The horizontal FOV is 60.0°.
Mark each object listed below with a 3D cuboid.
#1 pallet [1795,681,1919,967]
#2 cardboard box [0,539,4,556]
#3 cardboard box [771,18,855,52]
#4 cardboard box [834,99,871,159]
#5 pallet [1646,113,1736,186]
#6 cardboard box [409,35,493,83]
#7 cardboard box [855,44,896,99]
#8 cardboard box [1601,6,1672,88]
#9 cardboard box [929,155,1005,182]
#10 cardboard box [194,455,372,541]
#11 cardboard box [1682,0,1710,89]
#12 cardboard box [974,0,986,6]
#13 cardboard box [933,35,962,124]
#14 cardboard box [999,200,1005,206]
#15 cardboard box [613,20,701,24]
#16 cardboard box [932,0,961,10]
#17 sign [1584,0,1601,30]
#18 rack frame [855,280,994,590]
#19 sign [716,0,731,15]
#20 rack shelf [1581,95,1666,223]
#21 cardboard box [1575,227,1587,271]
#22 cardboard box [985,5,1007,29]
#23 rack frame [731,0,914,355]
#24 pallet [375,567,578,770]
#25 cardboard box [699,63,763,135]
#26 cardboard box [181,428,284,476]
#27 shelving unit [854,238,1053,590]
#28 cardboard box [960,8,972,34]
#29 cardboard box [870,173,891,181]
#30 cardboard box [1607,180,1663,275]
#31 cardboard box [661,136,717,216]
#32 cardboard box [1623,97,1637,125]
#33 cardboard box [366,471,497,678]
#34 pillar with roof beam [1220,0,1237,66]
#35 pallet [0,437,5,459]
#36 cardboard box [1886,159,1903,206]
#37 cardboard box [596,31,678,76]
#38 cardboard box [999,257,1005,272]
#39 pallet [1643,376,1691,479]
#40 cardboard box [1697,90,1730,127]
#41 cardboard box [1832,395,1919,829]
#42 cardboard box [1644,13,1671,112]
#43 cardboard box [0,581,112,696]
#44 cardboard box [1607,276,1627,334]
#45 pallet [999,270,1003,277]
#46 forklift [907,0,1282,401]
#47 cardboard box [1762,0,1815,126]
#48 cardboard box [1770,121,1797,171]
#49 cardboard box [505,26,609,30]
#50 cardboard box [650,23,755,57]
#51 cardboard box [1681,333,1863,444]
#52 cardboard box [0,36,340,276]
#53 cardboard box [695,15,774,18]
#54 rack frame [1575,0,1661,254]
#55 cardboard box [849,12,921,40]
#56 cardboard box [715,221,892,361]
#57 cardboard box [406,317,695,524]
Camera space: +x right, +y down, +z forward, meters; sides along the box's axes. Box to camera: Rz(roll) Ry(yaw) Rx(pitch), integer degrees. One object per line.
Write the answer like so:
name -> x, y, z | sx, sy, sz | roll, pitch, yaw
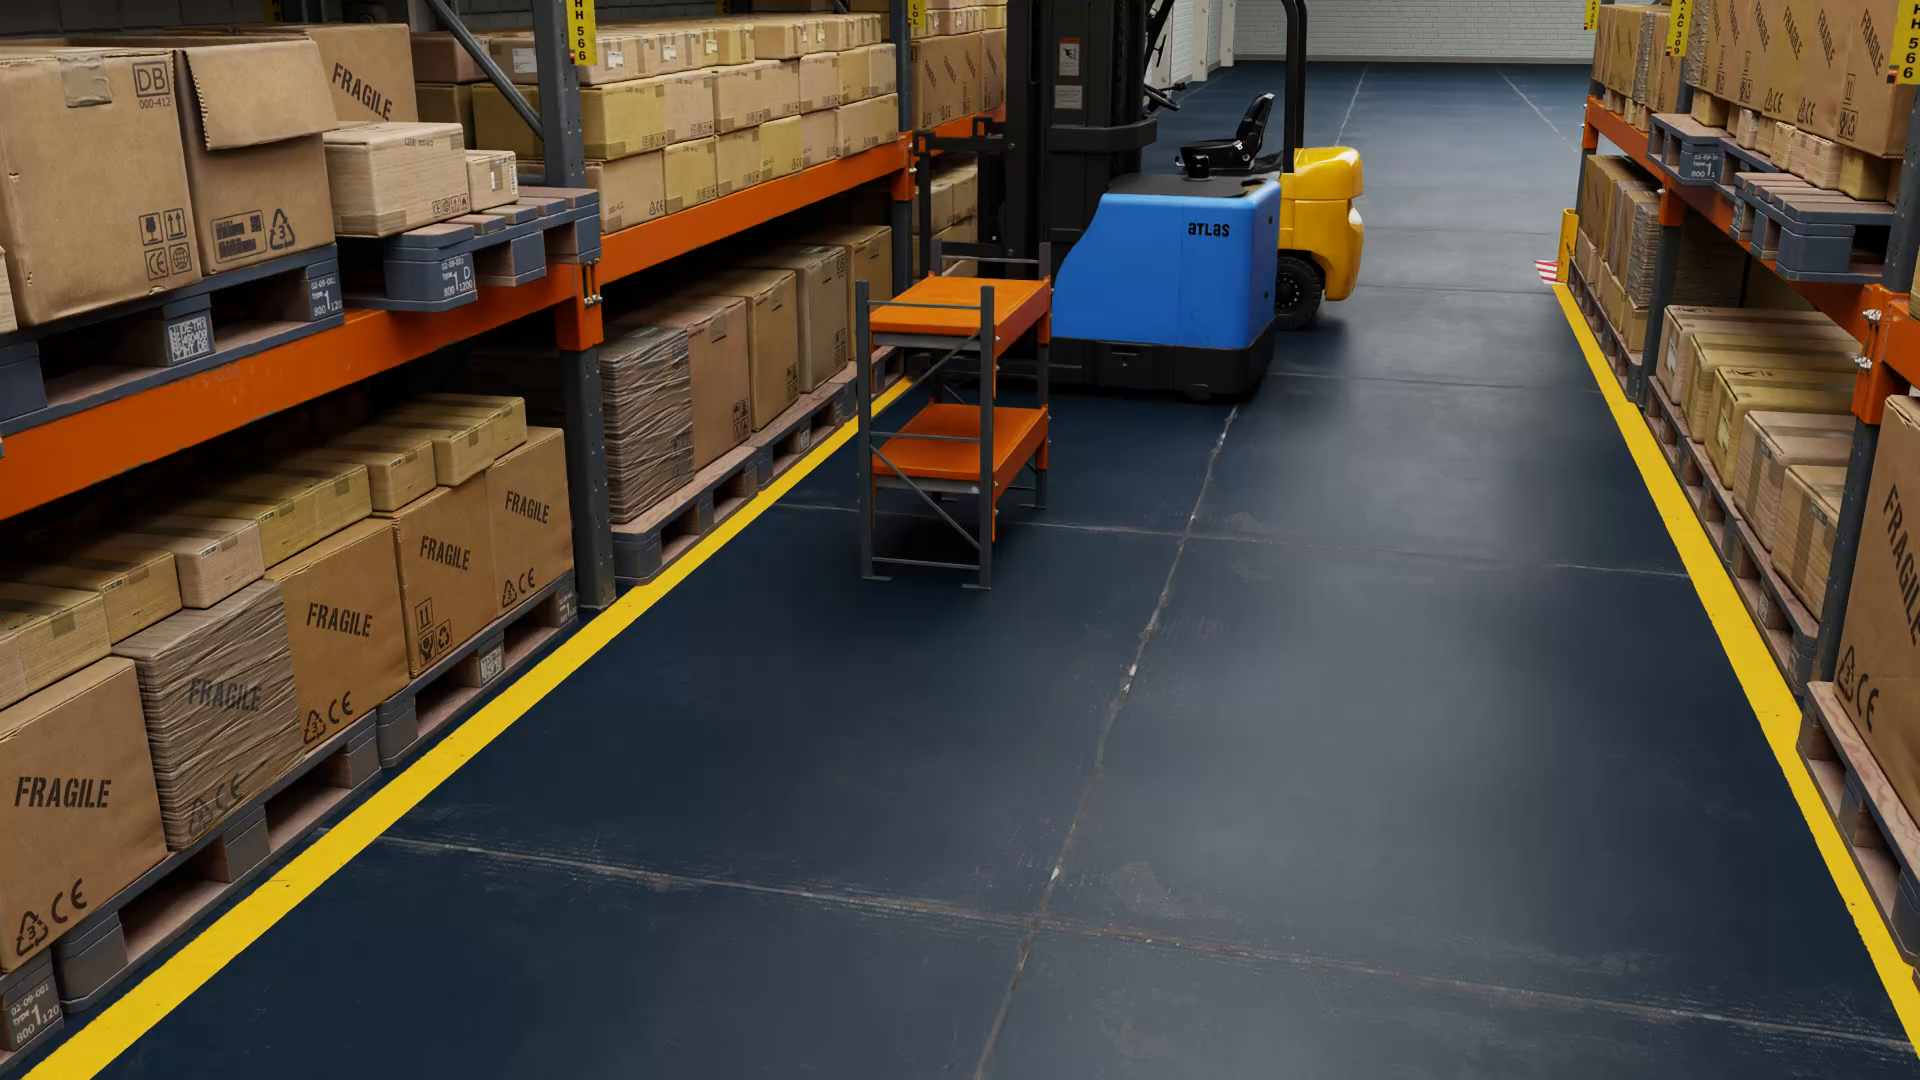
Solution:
pallet -> 2.803, 0.734, 4.213 | 1.003, 0.211, 1.213 | 5, 19, 13
cardboard box -> -2.547, 0.089, 4.001 | 0.380, 0.149, 0.250 | 4, 19, 11
cardboard box -> -0.729, -2.454, 8.072 | 0.380, 0.149, 0.250 | 4, 19, 12
cardboard box -> -0.755, -2.064, 8.322 | 0.500, 0.250, 0.500 | 5, 19, 13
pallet -> 3.718, -1.762, 7.503 | 1.003, 0.211, 1.213 | 5, 19, 13
cardboard box -> -1.862, -1.690, 5.837 | 0.380, 0.149, 0.250 | 5, 20, 15
cardboard box -> -0.640, -2.463, 8.717 | 0.500, 0.250, 0.500 | 4, 19, 12
cardboard box -> 4.515, -3.234, 10.899 | 0.500, 0.500, 0.500 | 5, 20, 15
cardboard box -> 0.035, -2.450, 11.276 | 0.500, 0.250, 0.500 | 4, 19, 12
cardboard box -> -1.873, -0.120, 4.612 | 0.380, 0.149, 0.250 | 5, 20, 15
cardboard box -> 3.653, -2.343, 7.643 | 0.500, 0.500, 0.500 | 5, 20, 15
cardboard box -> -0.043, -3.610, 10.999 | 0.380, 0.149, 0.250 | 5, 19, 14
cardboard box -> -0.296, -2.802, 10.096 | 0.500, 0.500, 0.500 | 5, 19, 14
cardboard box -> 0.029, -2.206, 11.336 | 0.500, 0.250, 0.500 | 5, 19, 13
cardboard box -> -1.425, -2.337, 7.732 | 0.380, 0.149, 0.250 | 5, 19, 13
cardboard box -> -0.210, -3.286, 10.048 | 0.380, 0.149, 0.250 | 5, 20, 15
sign -> 4.497, -3.787, 11.795 | 0.100, 0.325, 0.005 | 5, 19, 13
rack frame -> -0.126, -0.371, 6.033 | 0.500, 1.125, 0.032 | 5, 19, 13
sign -> -1.307, -2.962, 9.258 | 0.100, 0.325, 0.005 | 5, 19, 13
rack shelf -> 4.534, -2.367, 10.091 | 1.077, 0.370, 4.000 | 5, 19, 13
cardboard box -> 4.558, -2.001, 11.510 | 0.500, 0.250, 0.500 | 4, 19, 13
cardboard box -> 0.106, -3.545, 11.267 | 0.380, 0.149, 0.250 | 5, 19, 14
rack frame -> -0.768, -2.472, 9.283 | 1.000, 3.000, 0.127 | 5, 19, 13
pallet -> -1.965, 0.333, 5.387 | 1.003, 0.211, 1.213 | 5, 19, 13
cardboard box -> -1.131, -1.823, 6.842 | 0.500, 0.250, 0.500 | 4, 19, 12
cardboard box -> -2.249, -0.237, 4.953 | 0.380, 0.149, 0.250 | 5, 19, 14
shelving unit -> -0.002, -0.530, 6.500 | 0.538, 1.125, 1.048 | 5, 19, 13
cardboard box -> -0.139, -3.224, 10.327 | 0.380, 0.149, 0.250 | 4, 19, 13
cardboard box -> -0.726, -2.172, 10.463 | 0.500, 0.250, 0.500 | 4, 19, 13
cardboard box -> 4.176, -1.860, 9.935 | 0.500, 0.500, 0.500 | 6, 20, 16
cardboard box -> -1.273, -1.424, 6.448 | 0.500, 0.250, 0.500 | 4, 19, 12
cardboard box -> 4.193, -2.567, 9.951 | 0.380, 0.149, 0.250 | 5, 19, 14
cardboard box -> -1.773, 0.072, 5.054 | 0.500, 0.500, 0.500 | 4, 19, 13
pillar with roof beam -> 10.669, -15.480, 38.088 | 9.100, 9.000, 0.400 | 5, 19, 13
pallet -> -2.422, -0.115, 2.681 | 1.003, 0.211, 1.213 | 5, 19, 13
cardboard box -> 2.920, -1.028, 4.797 | 0.380, 0.149, 0.250 | 5, 20, 15
cardboard box -> -1.280, -1.815, 6.203 | 0.380, 0.149, 0.250 | 5, 20, 15
cardboard box -> 0.034, -1.975, 11.433 | 0.500, 0.250, 0.500 | 5, 20, 15
pallet -> 3.857, -0.517, 7.875 | 1.003, 0.211, 1.213 | 5, 19, 13
cardboard box -> 3.535, -1.935, 7.451 | 0.380, 0.149, 0.250 | 5, 20, 14
cardboard box -> 2.819, 0.189, 4.130 | 0.875, 0.875, 0.875 | 4, 19, 13
cardboard box -> 4.032, -2.590, 9.014 | 0.500, 0.500, 0.500 | 5, 20, 15
cardboard box -> -2.119, 0.207, 3.654 | 0.380, 0.149, 0.250 | 5, 20, 15
cardboard box -> 4.050, -1.353, 9.611 | 0.500, 0.250, 0.500 | 4, 19, 12
pallet -> -0.237, -1.782, 11.577 | 1.003, 0.211, 1.213 | 5, 19, 13
forklift -> 0.224, -2.390, 9.152 | 3.031, 2.935, 1.130 | 6, 20, 18
cardboard box -> 3.148, -1.700, 5.758 | 0.500, 0.500, 0.500 | 3, 19, 10
cardboard box -> 3.057, -1.366, 5.786 | 0.380, 0.149, 0.250 | 5, 19, 14
cardboard box -> -1.653, -2.016, 6.790 | 0.380, 0.149, 0.250 | 5, 19, 13
cardboard box -> -1.107, -2.143, 7.164 | 0.380, 0.149, 0.250 | 5, 19, 13
cardboard box -> 3.748, -0.646, 7.354 | 0.950, 0.372, 0.625 | 6, 20, 17
cardboard box -> -1.965, -0.939, 3.988 | 0.797, 0.503, 0.637 | 4, 19, 12
cardboard box -> -1.179, -2.653, 8.656 | 0.380, 0.149, 0.250 | 4, 19, 12
rack frame -> 5.023, -3.335, 11.810 | 1.000, 3.000, 0.127 | 5, 19, 13
cardboard box -> -0.435, -2.905, 9.394 | 0.380, 0.149, 0.250 | 4, 19, 13
cardboard box -> -0.885, -1.382, 9.118 | 0.875, 0.625, 0.625 | 6, 20, 16
cardboard box -> -1.580, -0.487, 6.498 | 0.875, 0.625, 0.625 | 5, 20, 15
